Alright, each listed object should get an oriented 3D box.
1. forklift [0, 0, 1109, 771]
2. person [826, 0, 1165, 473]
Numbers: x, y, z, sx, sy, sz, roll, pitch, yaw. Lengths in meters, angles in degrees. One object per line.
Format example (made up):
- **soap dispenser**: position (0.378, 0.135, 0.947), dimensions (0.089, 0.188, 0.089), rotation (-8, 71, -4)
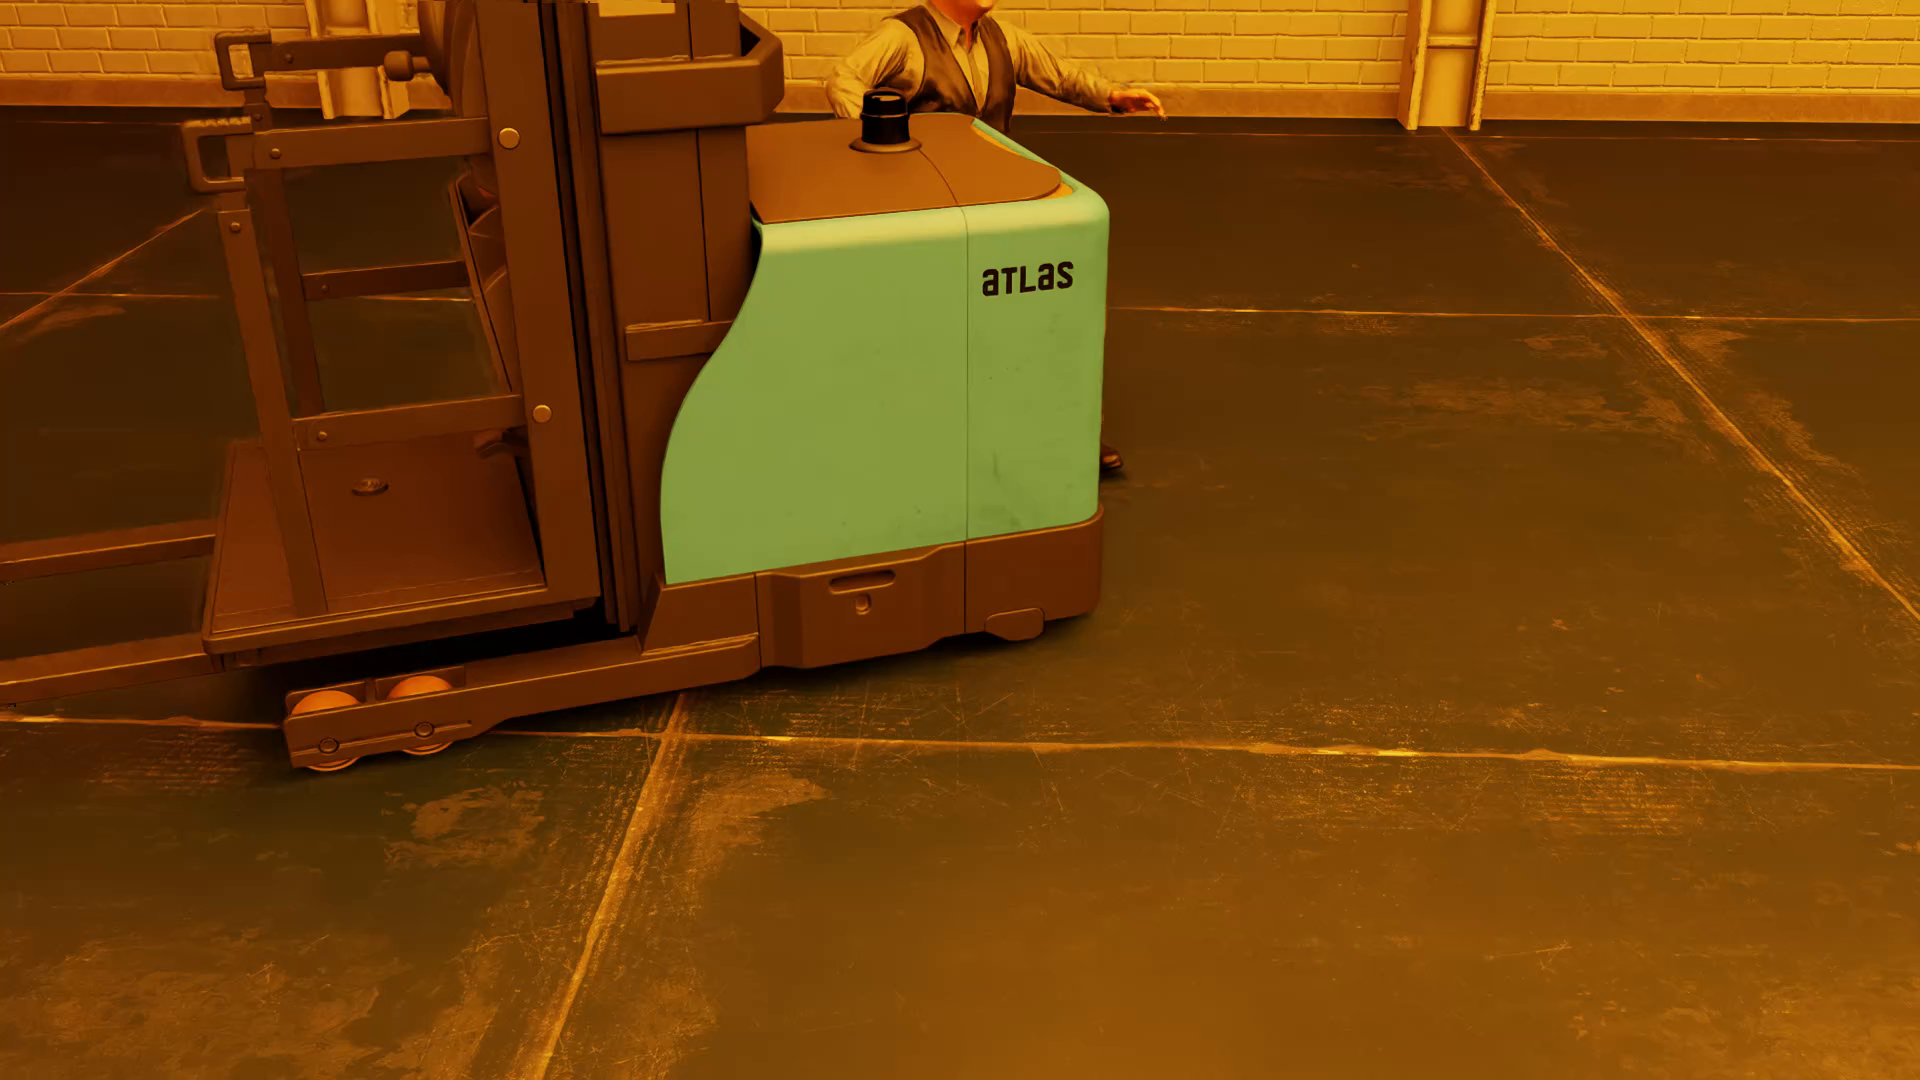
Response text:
- **forklift**: position (-1.232, -1.087, 3.412), dimensions (3.031, 2.935, 1.130), rotation (-8, 27, -17)
- **person**: position (0.129, -0.953, 4.785), dimensions (0.872, 1.487, 0.940), rotation (21, 33, 35)
